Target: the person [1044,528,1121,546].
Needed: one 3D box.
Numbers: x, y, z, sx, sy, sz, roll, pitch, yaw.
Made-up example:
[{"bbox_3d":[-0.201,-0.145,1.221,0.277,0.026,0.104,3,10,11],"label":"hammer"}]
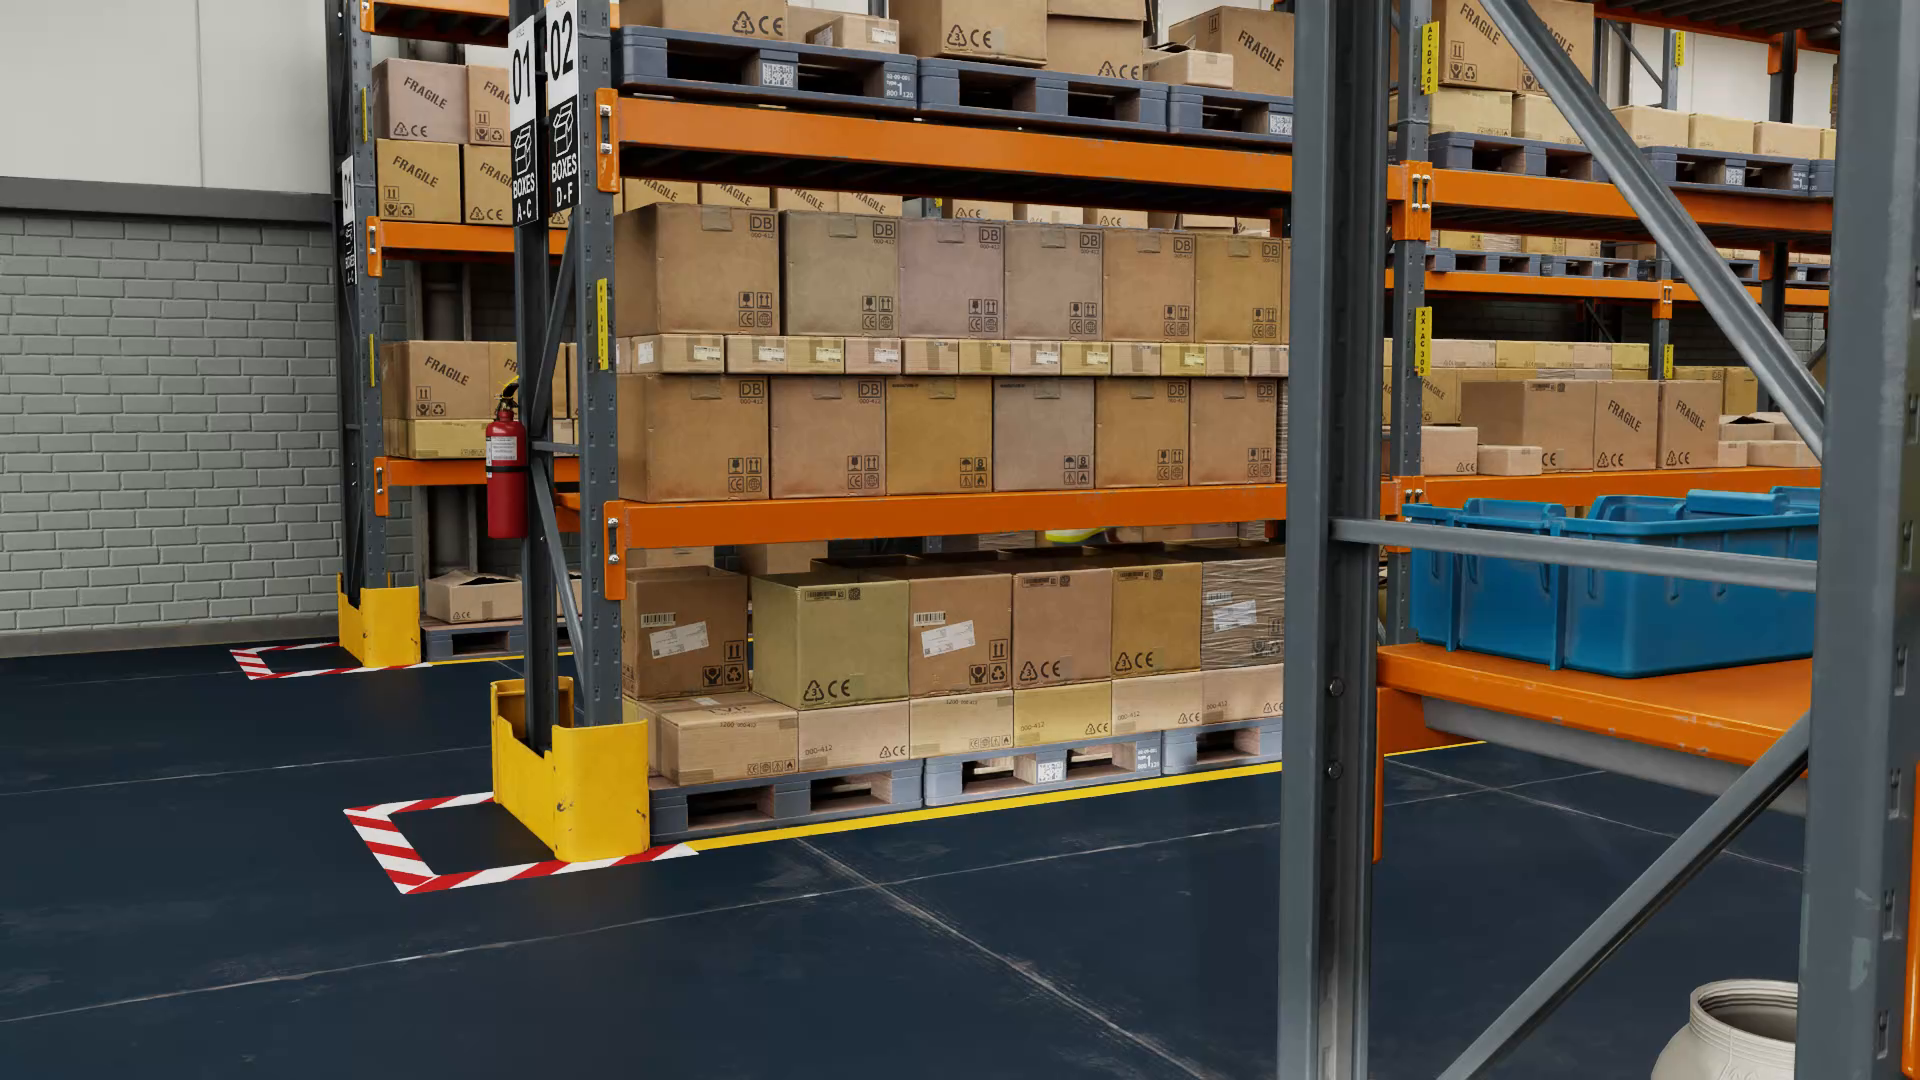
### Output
[{"bbox_3d":[0.746,-0.028,9.980,0.461,1.759,0.621,-3,6,-31],"label":"person"}]
